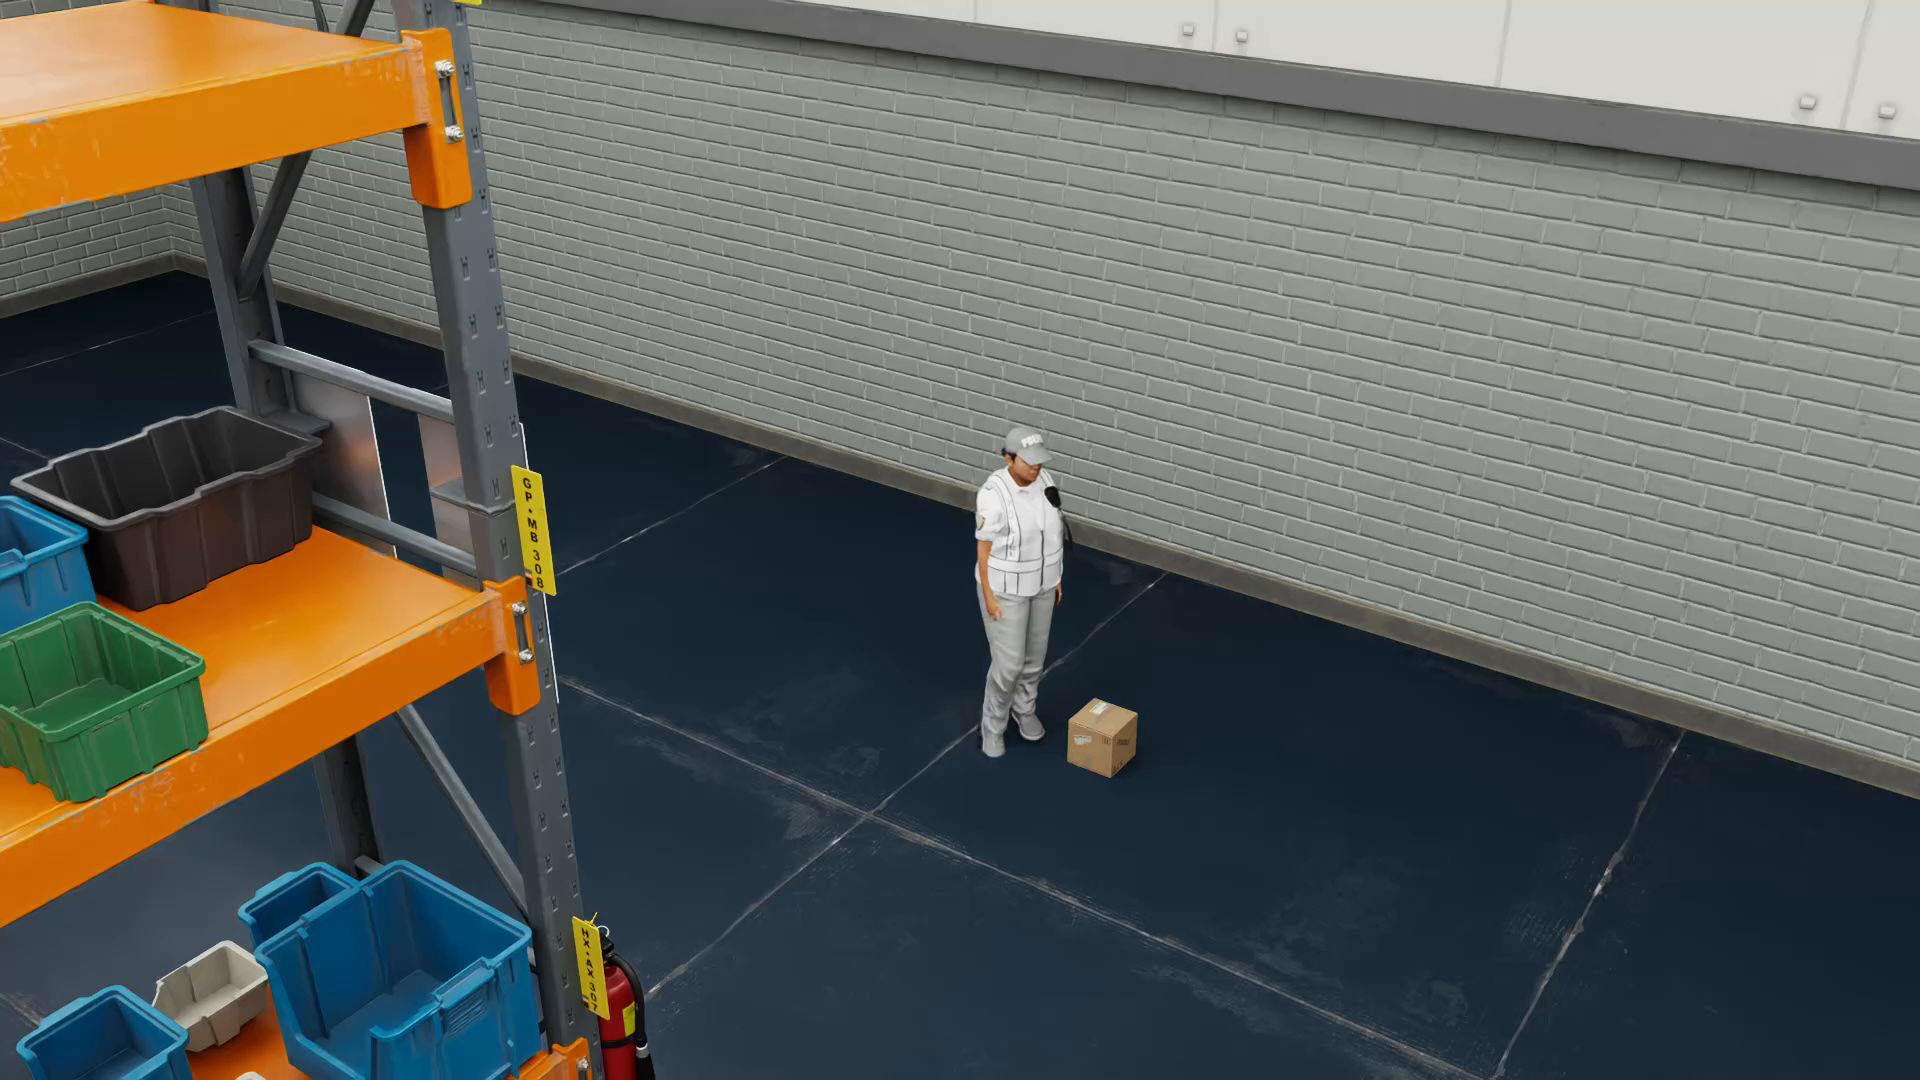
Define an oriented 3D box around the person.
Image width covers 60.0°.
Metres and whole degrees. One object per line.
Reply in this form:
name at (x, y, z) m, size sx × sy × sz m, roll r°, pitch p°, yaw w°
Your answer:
person at (0.277, 0.254, 8.172) m, size 0.528 × 1.727 × 0.382 m, roll -19°, pitch 33°, yaw -32°
